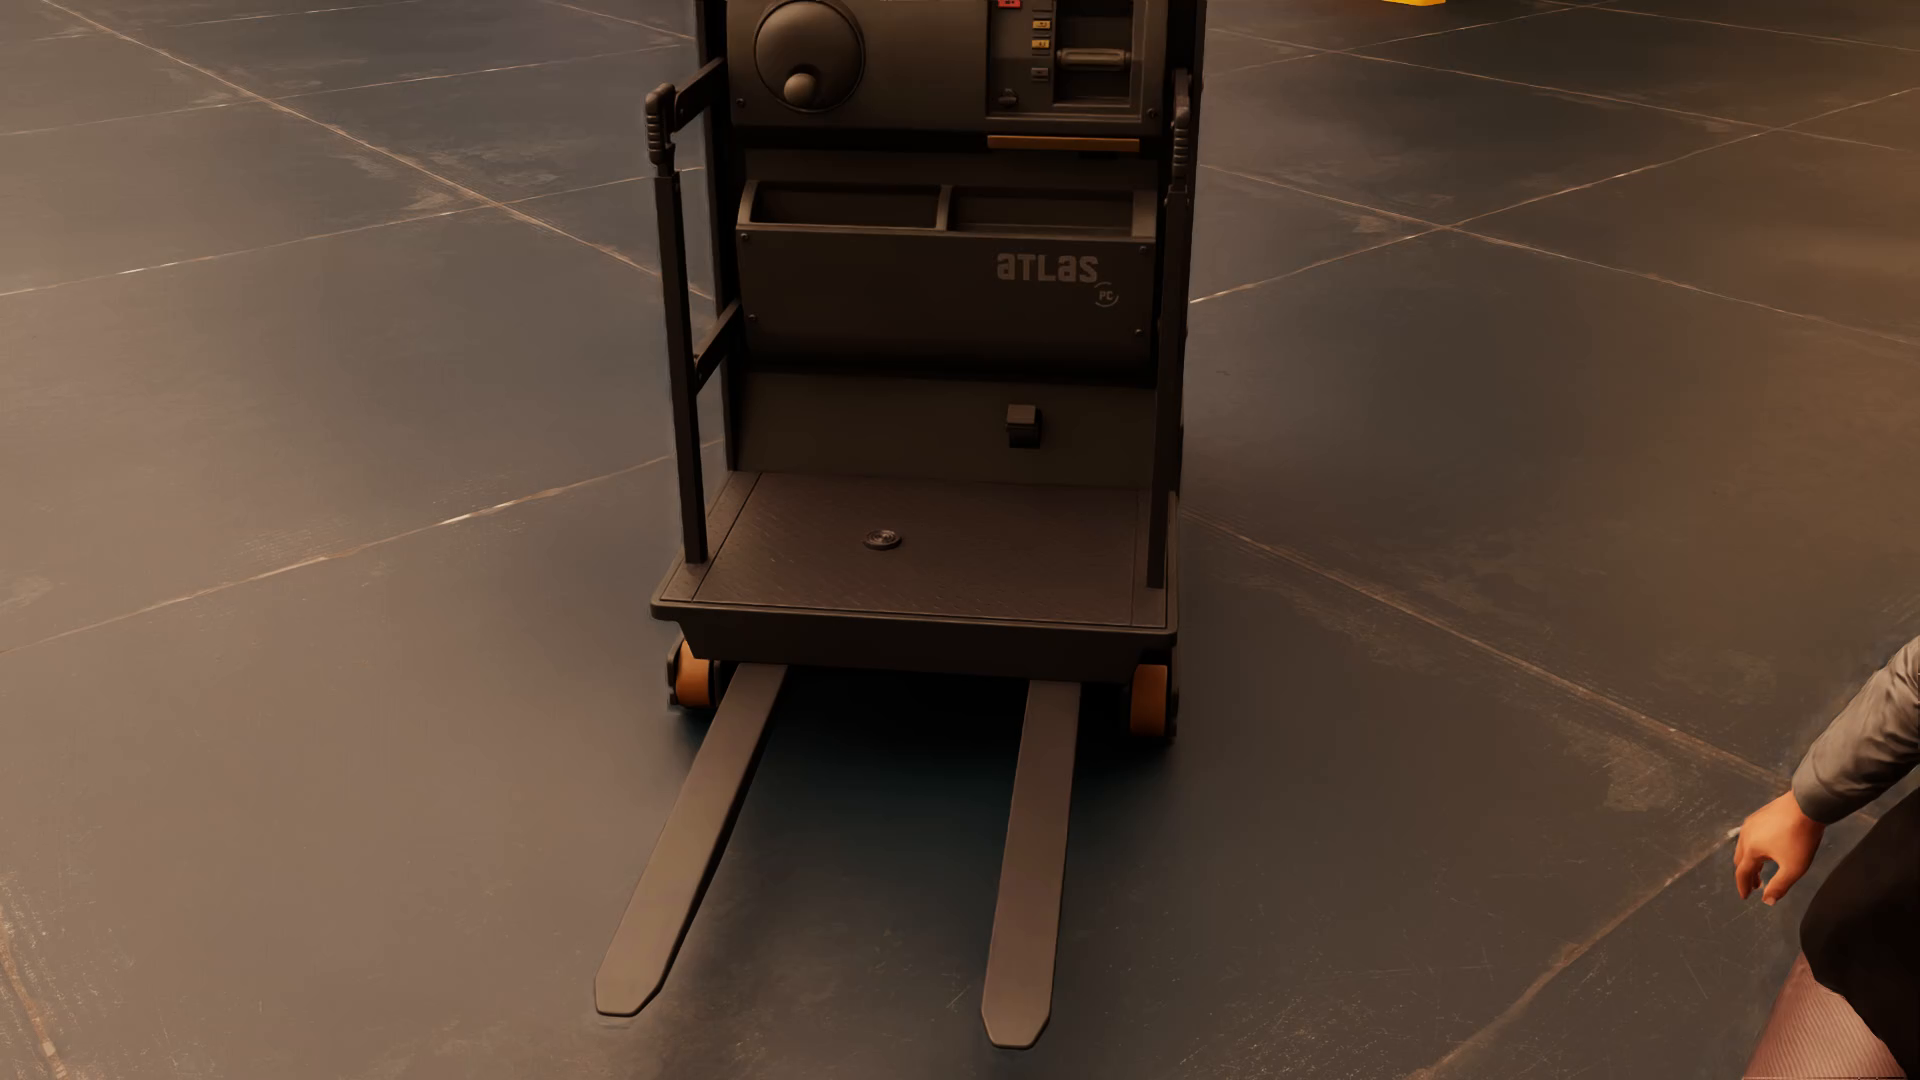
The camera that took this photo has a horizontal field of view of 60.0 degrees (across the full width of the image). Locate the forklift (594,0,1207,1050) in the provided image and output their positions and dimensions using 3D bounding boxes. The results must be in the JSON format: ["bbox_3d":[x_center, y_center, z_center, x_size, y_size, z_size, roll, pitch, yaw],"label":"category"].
[{"bbox_3d":[-0.051,-1.042,3.304,1.130,2.935,3.031,3,27,6],"label":"forklift"}]

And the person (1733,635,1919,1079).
[{"bbox_3d":[0.994,0.594,1.639,0.720,1.512,0.751,-22,34,-37],"label":"person"}]
